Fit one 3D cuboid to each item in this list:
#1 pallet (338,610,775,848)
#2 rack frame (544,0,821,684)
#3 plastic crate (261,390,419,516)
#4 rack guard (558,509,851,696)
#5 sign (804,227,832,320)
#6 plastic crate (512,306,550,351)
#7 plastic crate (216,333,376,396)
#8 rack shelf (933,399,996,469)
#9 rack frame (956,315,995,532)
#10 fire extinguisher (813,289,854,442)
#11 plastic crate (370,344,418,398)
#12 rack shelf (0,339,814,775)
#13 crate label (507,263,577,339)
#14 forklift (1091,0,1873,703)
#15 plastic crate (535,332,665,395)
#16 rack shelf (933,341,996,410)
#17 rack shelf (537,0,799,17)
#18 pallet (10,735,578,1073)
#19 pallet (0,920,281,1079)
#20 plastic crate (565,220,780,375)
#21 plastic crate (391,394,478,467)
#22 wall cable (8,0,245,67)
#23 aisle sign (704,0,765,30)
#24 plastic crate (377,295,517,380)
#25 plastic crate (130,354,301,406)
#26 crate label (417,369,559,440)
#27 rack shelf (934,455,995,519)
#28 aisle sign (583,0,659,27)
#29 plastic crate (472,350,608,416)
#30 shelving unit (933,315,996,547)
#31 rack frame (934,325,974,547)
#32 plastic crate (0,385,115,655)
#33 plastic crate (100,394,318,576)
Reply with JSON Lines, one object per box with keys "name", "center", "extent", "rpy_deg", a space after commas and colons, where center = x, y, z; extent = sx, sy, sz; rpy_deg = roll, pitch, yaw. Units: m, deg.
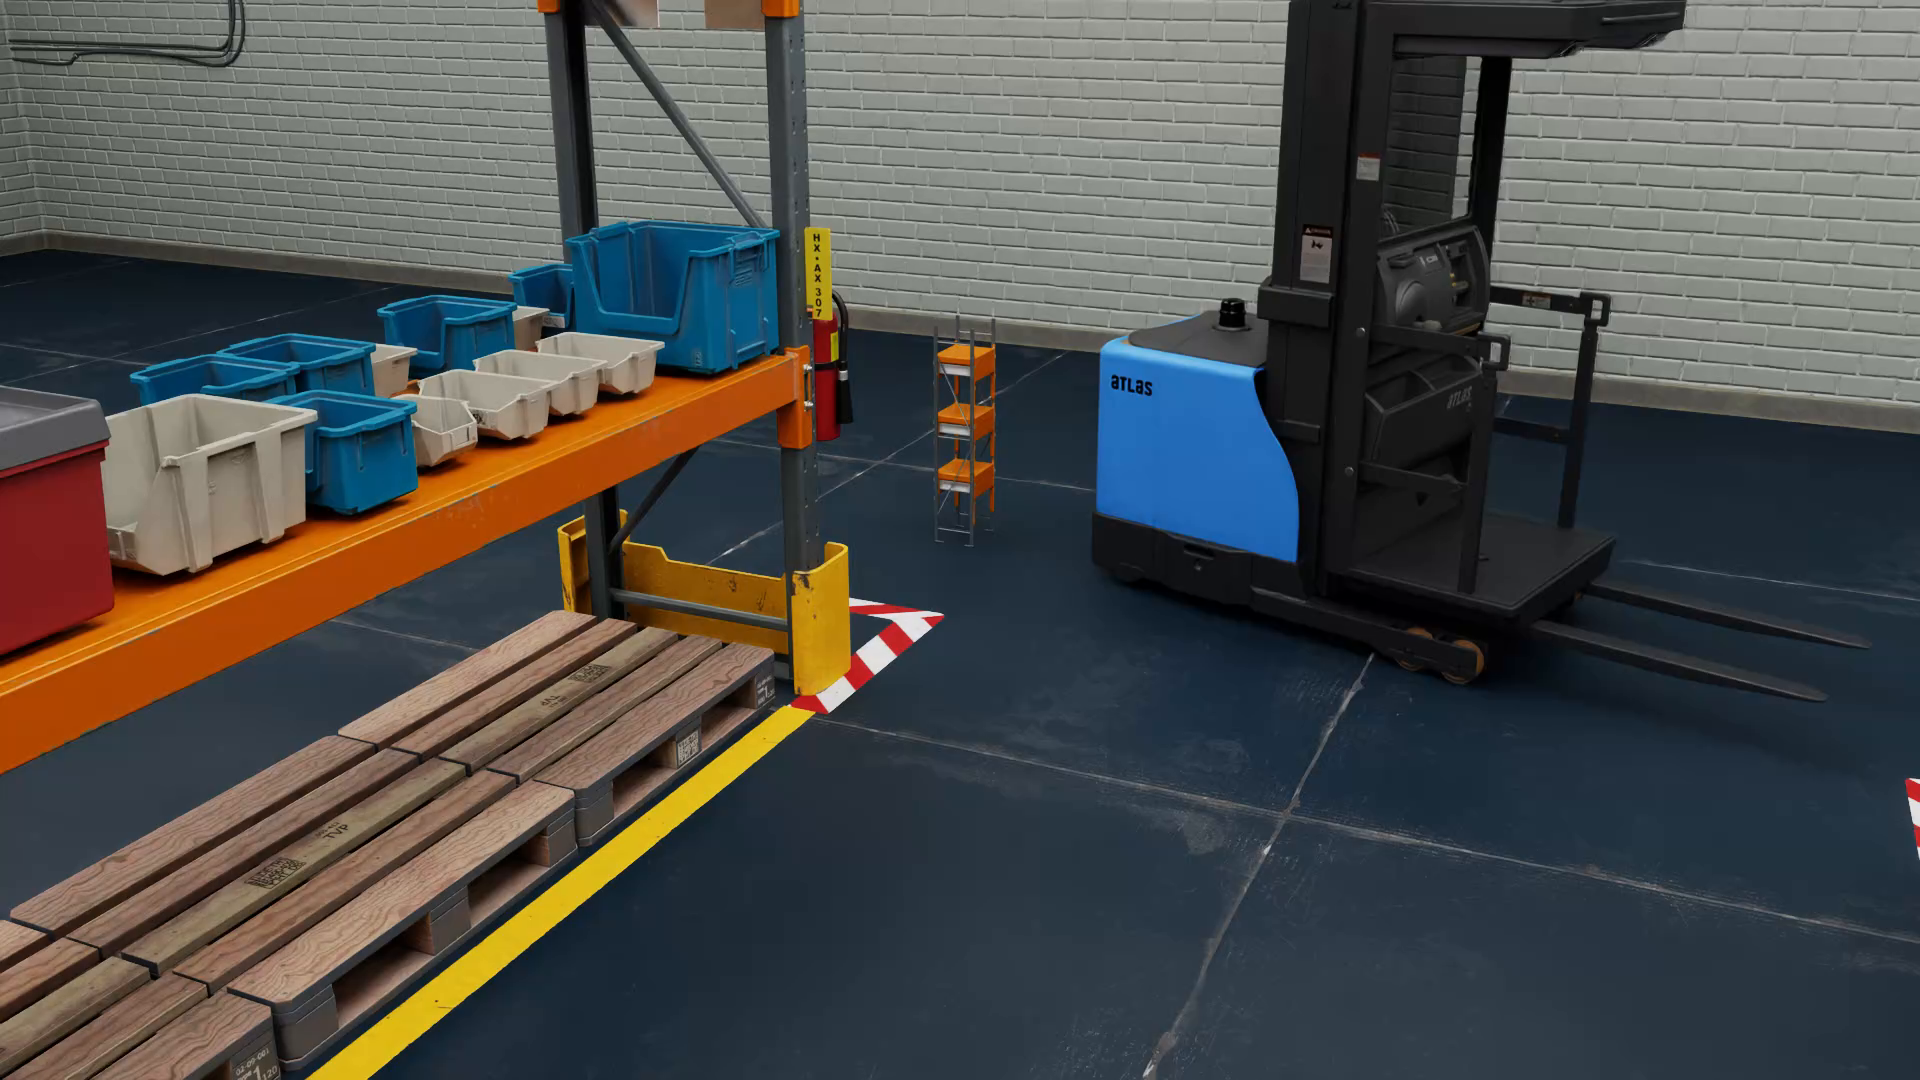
{"name": "pallet", "center": [-1.384, 0.622, 5.904], "extent": [1.003, 0.211, 1.213], "rpy_deg": [9, 21, 23]}
{"name": "rack frame", "center": [-1.011, -0.938, 6.130], "extent": [1.000, 3.000, 0.127], "rpy_deg": [9, 21, 23]}
{"name": "plastic crate", "center": [-1.618, -0.225, 4.284], "extent": [0.416, 0.233, 0.300], "rpy_deg": [9, 21, 23]}
{"name": "rack guard", "center": [-1.013, 0.230, 6.575], "extent": [1.175, 0.500, 0.348], "rpy_deg": [9, 21, 23]}
{"name": "sign", "center": [-0.502, -0.945, 5.905], "extent": [0.100, 0.325, 0.005], "rpy_deg": [9, 21, 23]}
{"name": "plastic crate", "center": [-1.619, -0.725, 5.835], "extent": [0.250, 0.136, 0.298], "rpy_deg": [9, 21, 23]}
{"name": "plastic crate", "center": [-1.951, -0.455, 4.931], "extent": [0.416, 0.233, 0.300], "rpy_deg": [9, 21, 23]}
{"name": "rack shelf", "center": [0.022, -0.501, 7.842], "extent": [0.215, 0.259, 0.240], "rpy_deg": [9, 21, 23]}
{"name": "rack frame", "center": [0.072, -0.548, 7.944], "extent": [0.200, 1.050, 0.008], "rpy_deg": [9, 21, 23]}
{"name": "fire extinguisher", "center": [-0.534, -0.710, 6.160], "extent": [0.296, 0.674, 0.183], "rpy_deg": [9, 21, 23]}
{"name": "plastic crate", "center": [-1.897, -0.518, 5.252], "extent": [0.250, 0.136, 0.298], "rpy_deg": [9, 21, 23]}
{"name": "rack shelf", "center": [-1.830, 0.012, 4.532], "extent": [1.077, 0.370, 4.000], "rpy_deg": [9, 21, 23]}
{"name": "crate label", "center": [-1.412, -0.857, 6.063], "extent": [0.416, 0.233, 0.303], "rpy_deg": [9, 21, 23]}
{"name": "forklift", "center": [2.042, -1.026, 6.479], "extent": [3.031, 2.935, 1.130], "rpy_deg": [16, 25, 37]}
{"name": "plastic crate", "center": [-1.180, -0.568, 5.394], "extent": [0.396, 0.136, 0.243], "rpy_deg": [9, 21, 23]}
{"name": "rack shelf", "center": [0.022, -0.768, 7.747], "extent": [0.215, 0.259, 0.240], "rpy_deg": [9, 21, 23]}
{"name": "rack shelf", "center": [-1.830, -1.401, 4.029], "extent": [1.077, 0.370, 4.000], "rpy_deg": [9, 21, 23]}
{"name": "pallet", "center": [-1.885, 0.994, 4.859], "extent": [1.003, 0.211, 1.213], "rpy_deg": [9, 21, 23]}
{"name": "pallet", "center": [-2.383, 1.368, 3.806], "extent": [1.003, 0.211, 1.213], "rpy_deg": [9, 21, 23]}
{"name": "plastic crate", "center": [-0.978, -0.855, 5.754], "extent": [0.616, 0.435, 0.499], "rpy_deg": [9, 21, 23]}
{"name": "plastic crate", "center": [-1.507, -0.300, 4.640], "extent": [0.298, 0.136, 0.250], "rpy_deg": [9, 21, 23]}
{"name": "wall cable", "center": [-7.407, -5.341, 14.192], "extent": [3.097, 2.526, 0.112], "rpy_deg": [9, 21, 23]}
{"name": "aisle sign", "center": [-0.714, -2.145, 5.644], "extent": [0.394, 0.787, 0.004], "rpy_deg": [9, 21, 23]}
{"name": "plastic crate", "center": [-1.682, -0.656, 5.497], "extent": [0.416, 0.233, 0.300], "rpy_deg": [9, 21, 23]}
{"name": "plastic crate", "center": [-2.074, -0.363, 4.673], "extent": [0.416, 0.233, 0.300], "rpy_deg": [9, 21, 23]}
{"name": "crate label", "center": [-1.403, -0.393, 4.901], "extent": [0.396, 0.136, 0.243], "rpy_deg": [9, 21, 23]}
{"name": "rack shelf", "center": [0.022, -0.239, 7.936], "extent": [0.215, 0.259, 0.240], "rpy_deg": [9, 21, 23]}
{"name": "aisle sign", "center": [-1.252, -2.226, 5.871], "extent": [0.394, 0.787, 0.004], "rpy_deg": [9, 21, 23]}
{"name": "plastic crate", "center": [-1.311, -0.481, 5.150], "extent": [0.396, 0.136, 0.243], "rpy_deg": [9, 21, 23]}
{"name": "shelving unit", "center": [0.022, -0.511, 7.839], "extent": [0.215, 1.050, 0.252], "rpy_deg": [9, 21, 23]}
{"name": "rack frame", "center": [-0.028, -0.474, 7.734], "extent": [0.200, 1.050, 0.008], "rpy_deg": [9, 21, 23]}
{"name": "plastic crate", "center": [-2.054, -0.012, 3.342], "extent": [0.402, 0.464, 0.583], "rpy_deg": [9, 21, 23]}
{"name": "plastic crate", "center": [-1.855, -0.129, 3.943], "extent": [0.437, 0.282, 0.530], "rpy_deg": [9, 21, 23]}
